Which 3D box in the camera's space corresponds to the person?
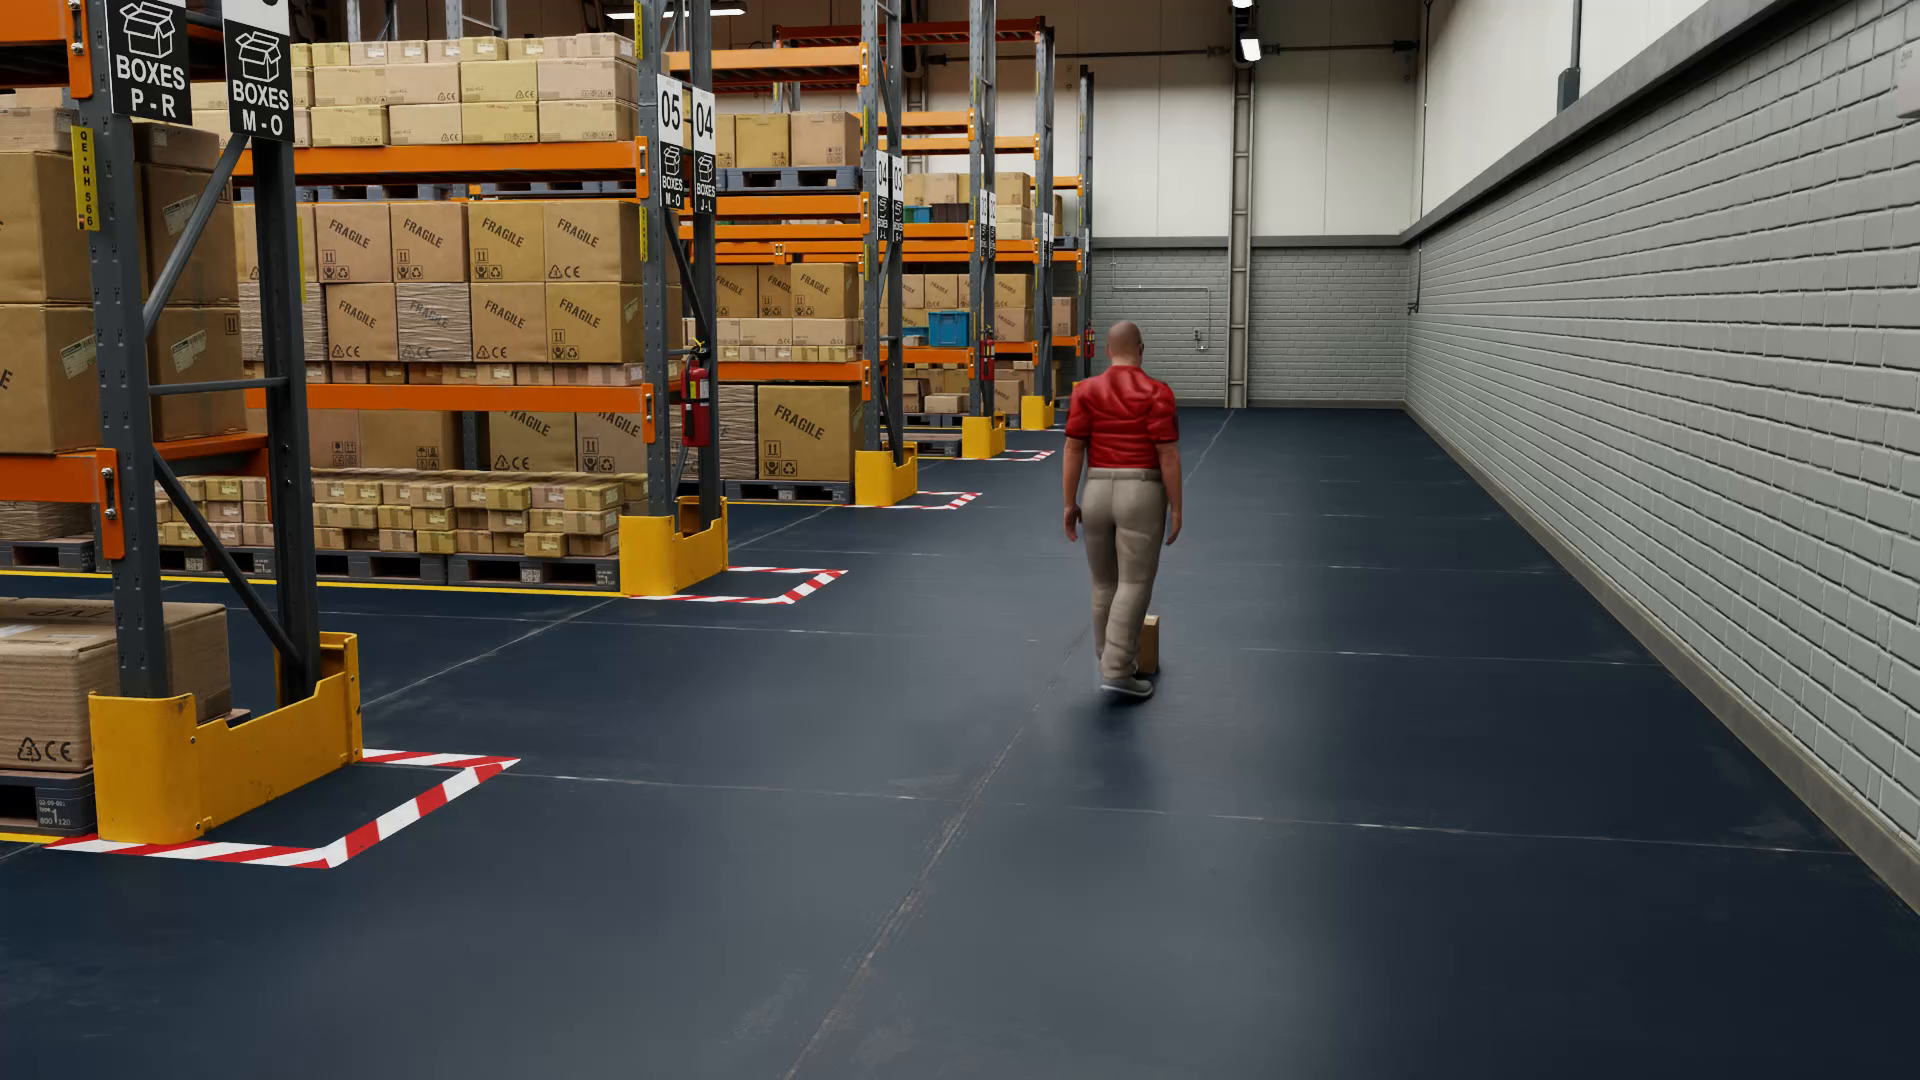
[{"bbox_3d":[0.779,-0.154,7.751,0.555,1.721,0.698,4,9,28],"label":"person"}]
